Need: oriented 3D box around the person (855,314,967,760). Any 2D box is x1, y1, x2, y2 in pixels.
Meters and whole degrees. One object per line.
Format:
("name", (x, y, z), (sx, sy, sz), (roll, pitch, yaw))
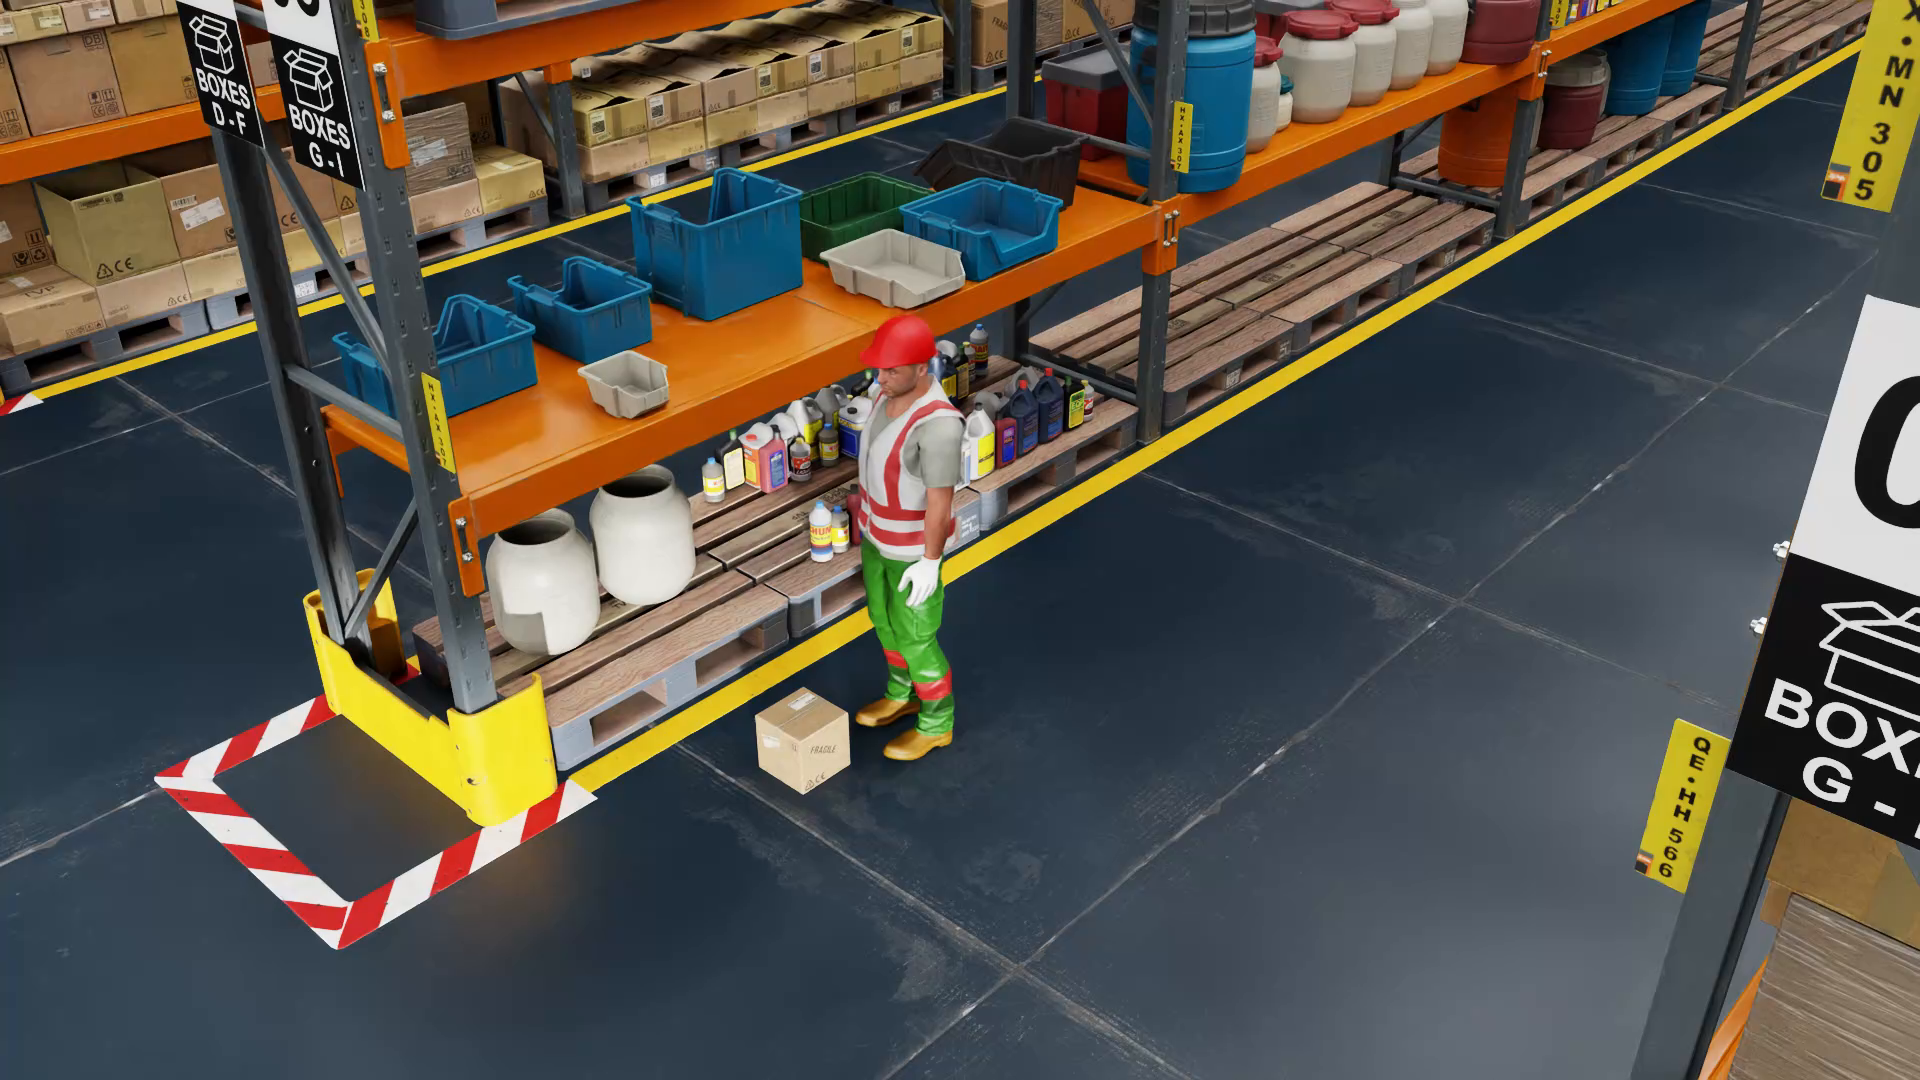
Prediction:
("person", (-0.194, 0.000, 6.116), (0.344, 1.780, 0.526), (-15, 34, -23))
